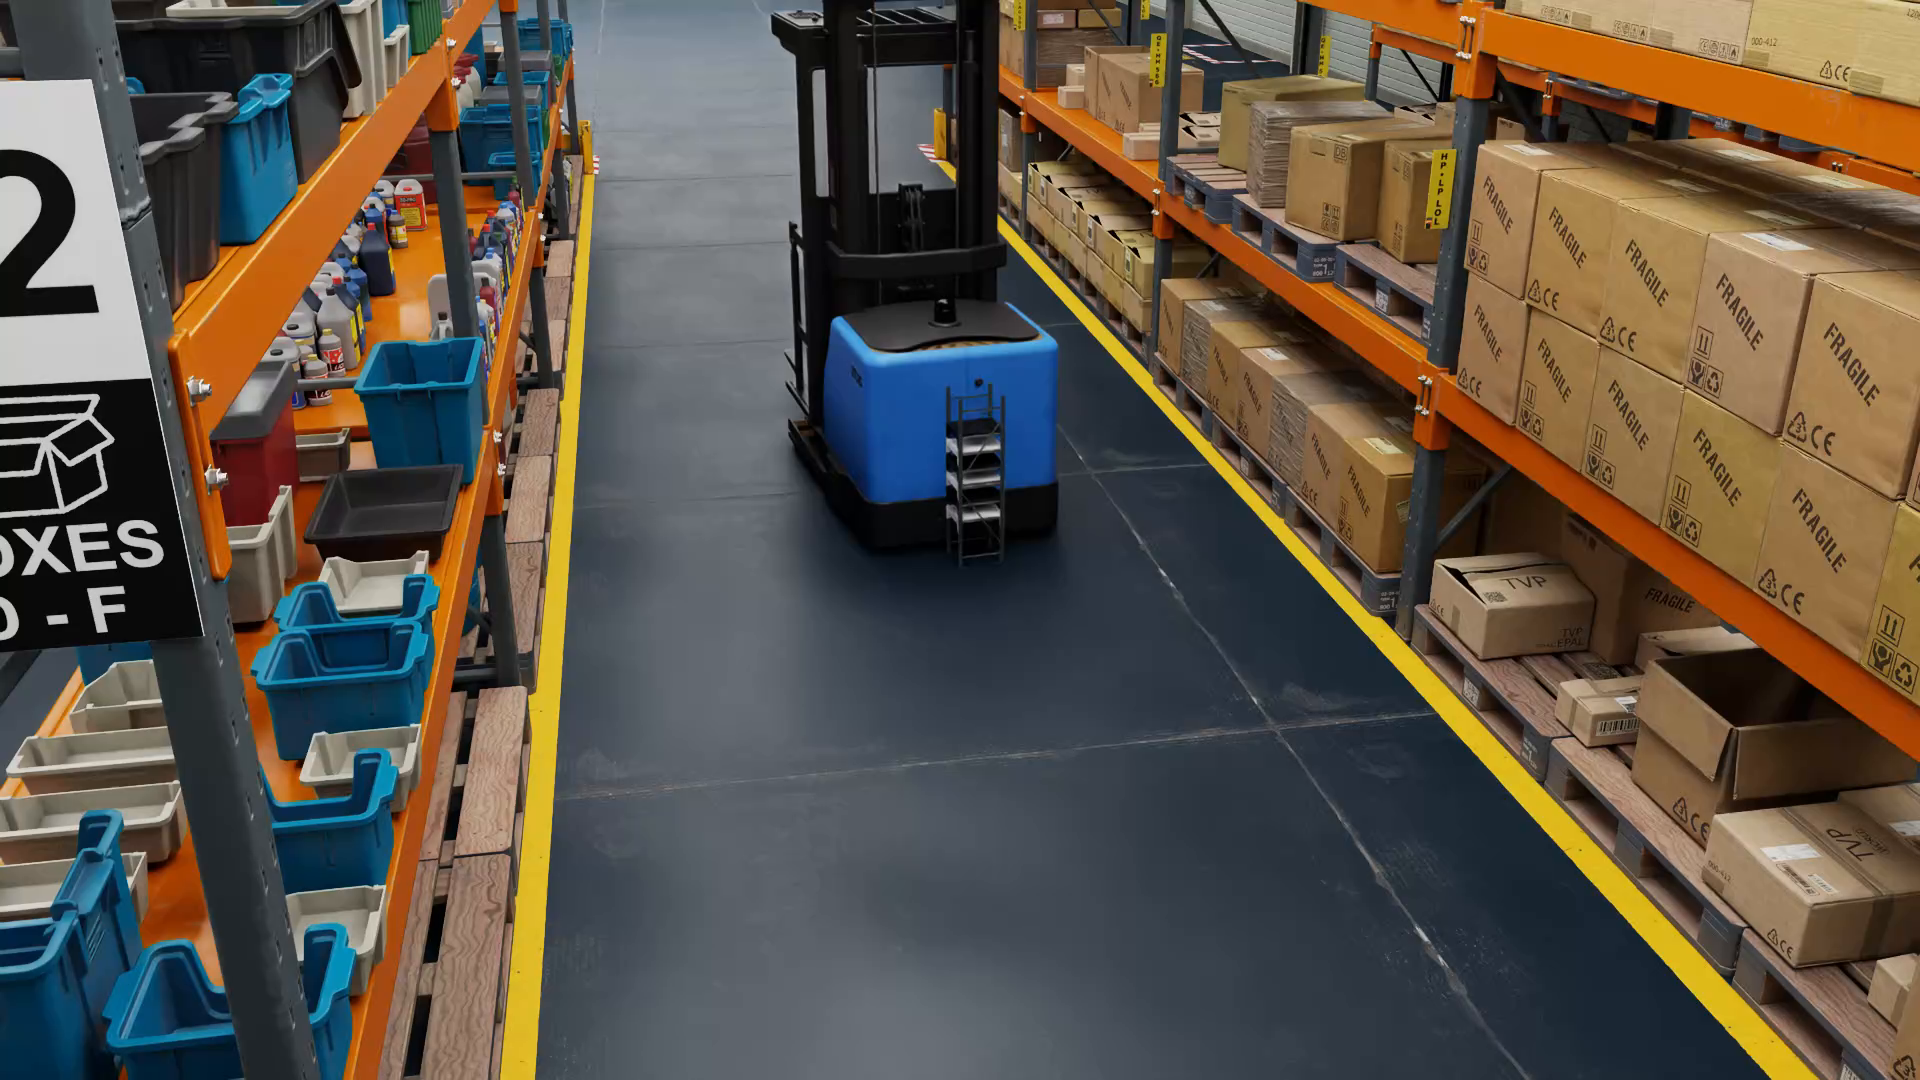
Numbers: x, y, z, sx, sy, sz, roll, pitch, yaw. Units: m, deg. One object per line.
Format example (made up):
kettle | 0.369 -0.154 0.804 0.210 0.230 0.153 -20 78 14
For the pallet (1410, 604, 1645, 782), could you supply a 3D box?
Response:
pallet | 2.657 0.588 7.140 1.003 0.211 1.213 -4 24 -10

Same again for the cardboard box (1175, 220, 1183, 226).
cardboard box | 1.786 -2.357 12.610 0.500 0.311 0.500 -5 24 -11

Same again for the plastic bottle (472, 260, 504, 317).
plastic bottle | -2.263 -1.204 7.913 0.152 0.276 0.135 -4 24 -10

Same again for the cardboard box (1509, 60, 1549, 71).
cardboard box | 5.534 -4.579 15.649 0.500 0.250 0.500 -4 24 -10

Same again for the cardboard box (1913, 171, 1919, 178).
cardboard box | 6.496 -2.438 10.874 0.380 0.149 0.250 -4 24 -8

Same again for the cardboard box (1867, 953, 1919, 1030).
cardboard box | 2.942 1.349 4.905 0.380 0.166 0.250 -4 24 -10

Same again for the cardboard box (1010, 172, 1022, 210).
cardboard box | 0.751 -3.205 15.252 0.500 0.250 0.500 -4 24 -10

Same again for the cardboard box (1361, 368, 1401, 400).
cardboard box | 2.487 -0.630 9.019 0.500 0.500 0.500 -4 24 -9

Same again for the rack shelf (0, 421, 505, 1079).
rack shelf | -1.968 0.521 4.707 1.077 0.370 4.000 -4 24 -10

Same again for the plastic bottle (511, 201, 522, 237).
plastic bottle | -2.537 -1.812 9.400 0.097 0.201 0.097 0 24 0

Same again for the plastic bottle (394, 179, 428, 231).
plastic bottle | -3.165 -1.929 9.573 0.152 0.276 0.135 -4 24 -10

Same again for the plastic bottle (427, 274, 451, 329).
plastic bottle | -2.369 -1.101 7.679 0.152 0.276 0.135 -4 24 -10

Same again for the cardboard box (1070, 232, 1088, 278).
cardboard box | 1.168 -2.257 13.081 0.500 0.250 0.500 -4 24 -9

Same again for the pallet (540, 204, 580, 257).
pallet | -3.900 -2.731 14.739 1.003 0.211 1.213 -4 24 -10

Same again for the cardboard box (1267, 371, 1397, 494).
cardboard box | 1.983 -0.581 8.907 0.500 0.500 0.500 -4 24 -9

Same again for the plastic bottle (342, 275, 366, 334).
plastic bottle | -2.795 -1.079 7.633 0.097 0.271 0.097 0 24 0

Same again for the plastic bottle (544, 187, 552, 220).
plastic bottle | -3.636 -2.973 14.654 0.061 0.283 0.133 -4 24 -10

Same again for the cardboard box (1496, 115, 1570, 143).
cardboard box | 5.688 -3.936 16.588 0.500 0.500 0.500 -6 24 -14

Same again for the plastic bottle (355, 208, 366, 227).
plastic bottle | -3.249 -1.683 9.000 0.061 0.283 0.133 -4 24 -10

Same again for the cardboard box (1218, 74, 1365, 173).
cardboard box | 2.019 -2.532 10.151 0.700 0.500 0.500 -13 27 -27

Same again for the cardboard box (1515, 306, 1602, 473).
cardboard box | 2.455 -0.584 6.215 0.500 0.500 0.500 -4 24 -9

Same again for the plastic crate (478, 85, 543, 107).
plastic crate | -3.075 -2.856 11.461 0.402 0.464 0.583 -4 24 -10

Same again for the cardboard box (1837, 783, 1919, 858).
cardboard box | 3.264 1.044 5.499 0.500 0.250 0.500 -4 24 -10

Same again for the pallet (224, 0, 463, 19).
pallet | -2.578 -2.184 6.491 1.213 0.211 1.003 -4 24 -10

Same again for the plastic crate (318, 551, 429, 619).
plastic crate | -1.720 0.161 4.888 0.293 0.136 0.466 -4 24 -10

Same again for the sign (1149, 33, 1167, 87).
sign | 1.247 -3.022 10.474 0.100 0.325 0.005 -4 24 -10

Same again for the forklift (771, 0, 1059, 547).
forklift | -0.402 -1.870 9.371 1.130 2.935 3.031 -7 25 -16

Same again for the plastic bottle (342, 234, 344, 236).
plastic bottle | -3.107 -1.413 8.399 0.097 0.271 0.097 0 24 0

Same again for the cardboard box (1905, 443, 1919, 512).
cardboard box | 2.824 -0.244 4.187 0.500 0.500 0.500 -4 24 -8

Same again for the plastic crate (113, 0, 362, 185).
plastic crate | -1.610 -0.989 3.596 0.504 0.338 0.767 -4 24 -10

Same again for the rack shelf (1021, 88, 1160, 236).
rack shelf | 1.422 -2.990 12.748 1.077 0.370 4.000 -4 24 -10

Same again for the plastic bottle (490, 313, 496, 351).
plastic bottle | -2.129 -0.944 7.412 0.097 0.201 0.097 0 24 0

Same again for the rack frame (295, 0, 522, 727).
rack frame | -2.338 -0.595 6.364 1.000 3.000 0.127 -4 24 -10

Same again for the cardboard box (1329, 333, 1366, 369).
cardboard box | 2.403 -1.159 9.292 0.500 0.250 0.500 -5 24 -11

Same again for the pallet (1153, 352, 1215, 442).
pallet | 1.892 -0.959 10.682 1.003 0.211 1.213 -4 24 -10

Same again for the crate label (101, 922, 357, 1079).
crate label | -1.320 0.906 3.061 0.416 0.233 0.303 -4 24 -10

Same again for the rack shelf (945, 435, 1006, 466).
rack shelf | 0.077 -0.453 8.297 0.258 0.077 0.200 -7 25 -16

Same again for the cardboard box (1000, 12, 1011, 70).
cardboard box | 0.771 -4.731 15.710 0.700 0.500 0.500 -4 24 -9

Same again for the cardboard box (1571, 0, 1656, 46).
cardboard box | 2.466 -1.859 5.699 0.500 0.250 0.500 -4 24 -10

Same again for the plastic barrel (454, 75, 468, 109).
plastic barrel | -3.640 -2.953 11.593 0.433 0.535 0.433 0 24 0

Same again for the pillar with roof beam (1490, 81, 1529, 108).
pillar with roof beam | 1.928 -8.267 16.436 9.100 9.000 0.400 -4 24 -10

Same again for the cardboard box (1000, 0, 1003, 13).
cardboard box | 0.558 -5.040 15.608 0.380 0.149 0.250 -4 24 -8

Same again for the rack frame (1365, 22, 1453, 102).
rack frame | 5.180 -6.048 18.850 1.000 3.000 0.127 -4 24 -10

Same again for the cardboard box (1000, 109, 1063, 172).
cardboard box | 0.670 -3.746 15.554 0.500 0.500 0.500 -4 24 -10

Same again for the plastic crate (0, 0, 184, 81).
plastic crate | -2.377 -1.401 4.625 0.497 0.269 0.590 -4 24 -10

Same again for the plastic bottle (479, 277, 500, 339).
plastic bottle | -2.150 -1.067 7.590 0.061 0.283 0.133 -4 24 -10

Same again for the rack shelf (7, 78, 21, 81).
rack shelf | -9.054 -3.832 14.675 1.077 0.370 4.000 -4 24 -10

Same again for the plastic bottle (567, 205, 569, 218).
plastic bottle | -3.464 -2.859 14.494 0.097 0.201 0.097 0 24 0

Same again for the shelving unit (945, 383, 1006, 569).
shelving unit | 0.077 -0.319 8.356 0.258 0.900 0.210 -7 25 -16

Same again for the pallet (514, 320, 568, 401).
pallet | -3.182 -1.198 11.229 1.003 0.211 1.213 -4 24 -10

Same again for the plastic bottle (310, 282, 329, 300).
plastic bottle | -2.889 -1.011 7.472 0.152 0.276 0.135 -4 24 -10

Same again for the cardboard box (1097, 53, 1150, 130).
cardboard box | 1.368 -3.445 12.765 0.500 0.500 0.500 -4 24 -10

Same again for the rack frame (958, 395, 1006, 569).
rack frame | 0.107 -0.280 8.267 0.240 0.900 0.006 -7 25 -16

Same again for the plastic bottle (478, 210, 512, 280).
plastic bottle | -2.383 -1.503 8.505 0.144 0.351 0.185 -4 24 -10

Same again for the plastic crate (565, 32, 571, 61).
plastic crate | -4.055 -4.816 16.215 0.499 0.251 0.408 -4 24 -10

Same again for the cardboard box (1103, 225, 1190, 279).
cardboard box | 1.350 -2.114 12.054 0.500 0.311 0.500 -5 24 -11

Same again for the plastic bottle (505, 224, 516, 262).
plastic bottle | -2.429 -1.582 8.874 0.097 0.201 0.097 0 24 0

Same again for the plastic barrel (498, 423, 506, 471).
plastic barrel | -2.761 -0.620 8.911 0.600 0.588 0.708 -4 24 -10
